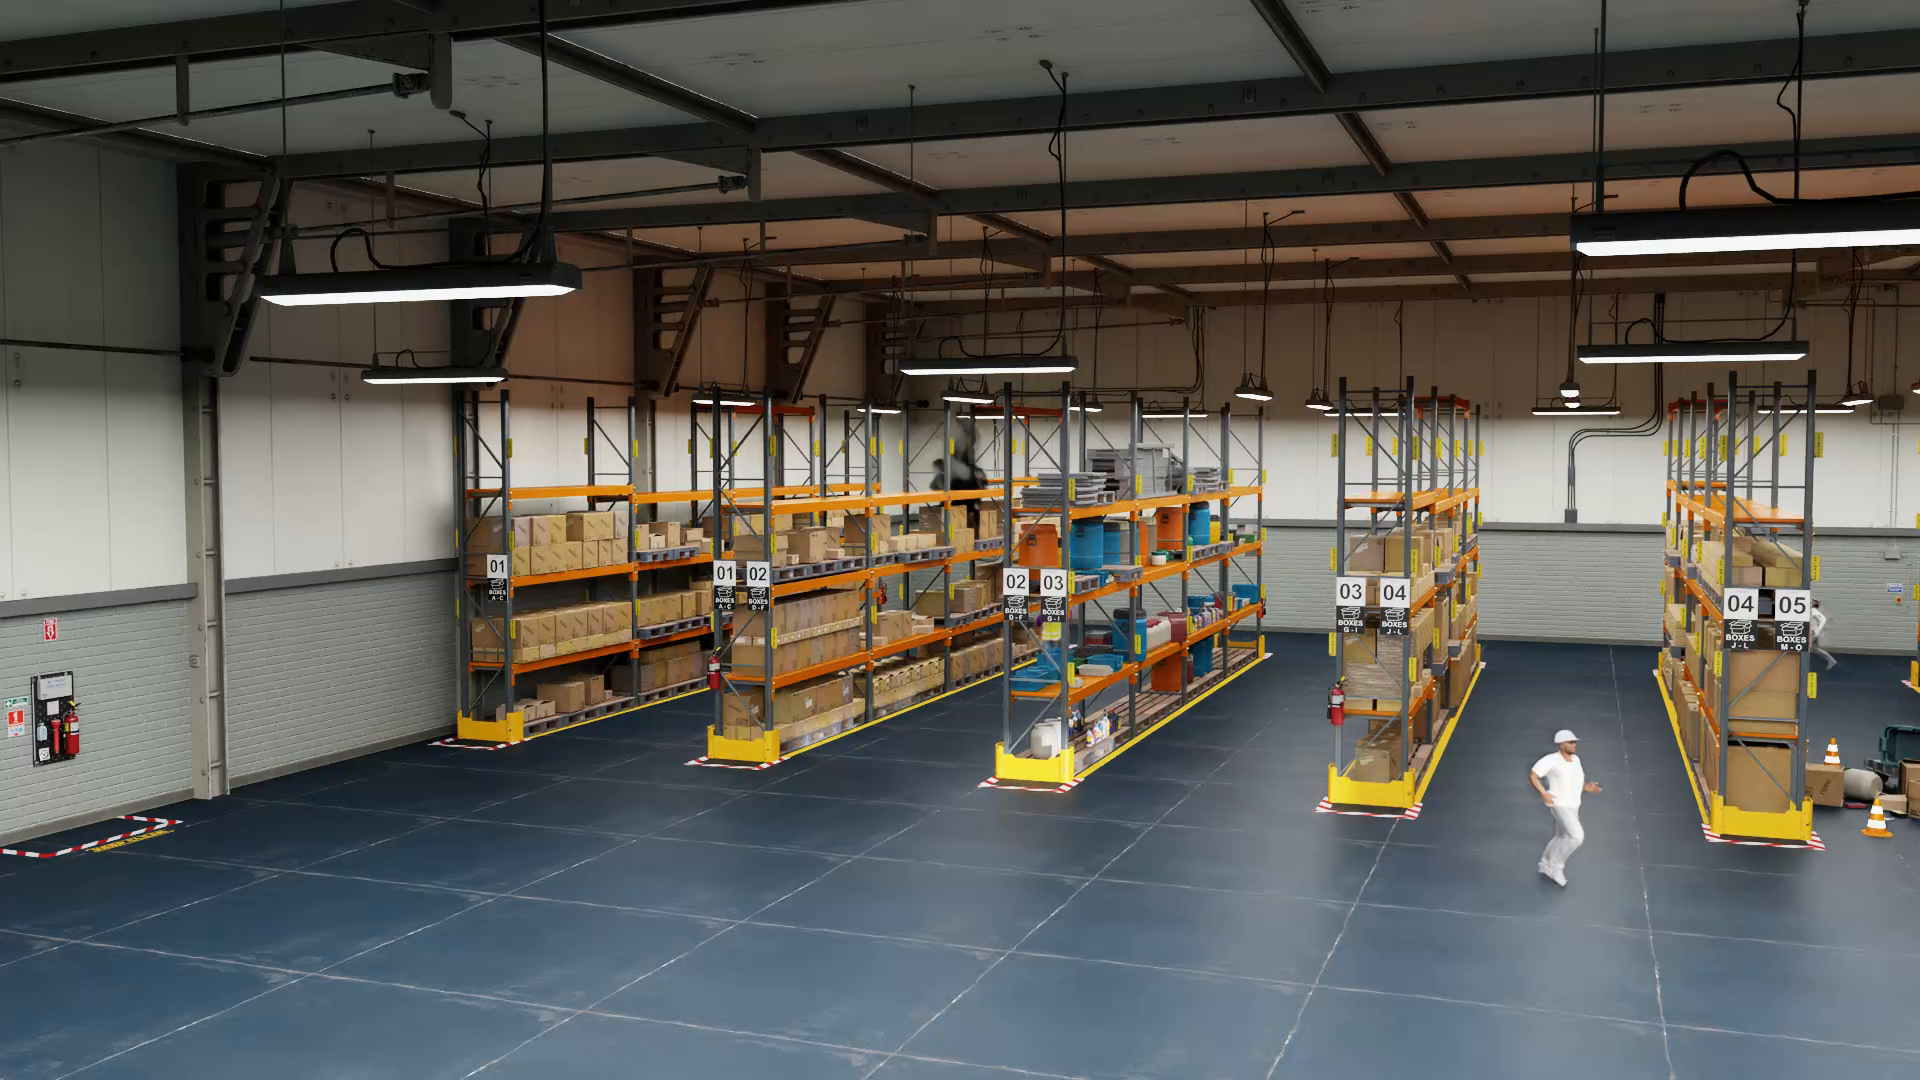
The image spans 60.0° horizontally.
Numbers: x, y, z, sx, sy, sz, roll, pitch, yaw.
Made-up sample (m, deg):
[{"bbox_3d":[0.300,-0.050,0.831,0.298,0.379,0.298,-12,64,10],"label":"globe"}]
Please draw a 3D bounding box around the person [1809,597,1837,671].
[{"bbox_3d":[18.967,2.099,36.910,0.939,1.677,0.607,1,3,22],"label":"person"}]

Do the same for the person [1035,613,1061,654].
[{"bbox_3d":[1.851,2.012,33.551,0.682,1.725,0.622,1,3,10],"label":"person"}]

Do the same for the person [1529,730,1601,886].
[{"bbox_3d":[6.974,3.074,19.137,0.673,1.774,0.704,-3,4,-39],"label":"person"}]
